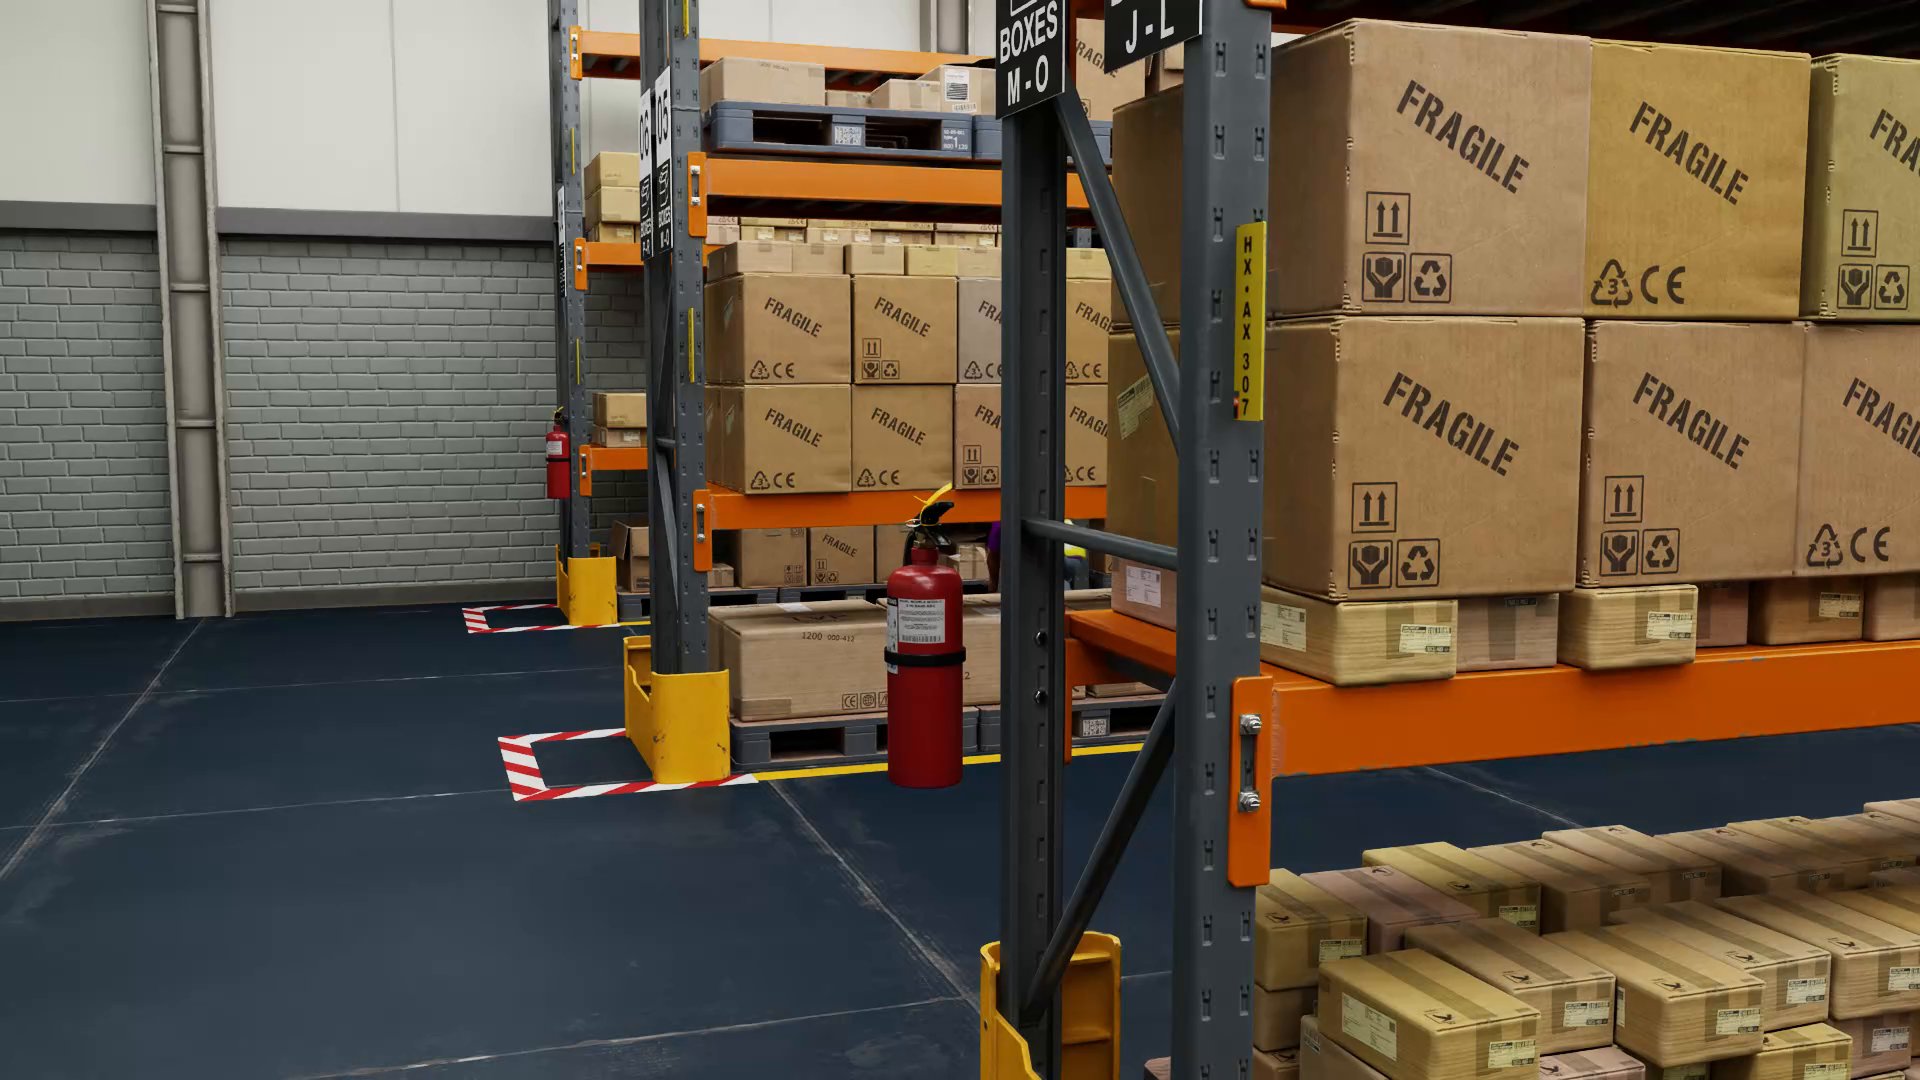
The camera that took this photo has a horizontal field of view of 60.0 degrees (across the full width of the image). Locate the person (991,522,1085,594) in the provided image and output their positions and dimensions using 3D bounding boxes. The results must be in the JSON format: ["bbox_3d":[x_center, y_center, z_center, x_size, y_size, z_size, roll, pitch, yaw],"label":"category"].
[{"bbox_3d":[0.530,0.215,11.992,0.567,0.893,0.896,-2,6,-19],"label":"person"}]
